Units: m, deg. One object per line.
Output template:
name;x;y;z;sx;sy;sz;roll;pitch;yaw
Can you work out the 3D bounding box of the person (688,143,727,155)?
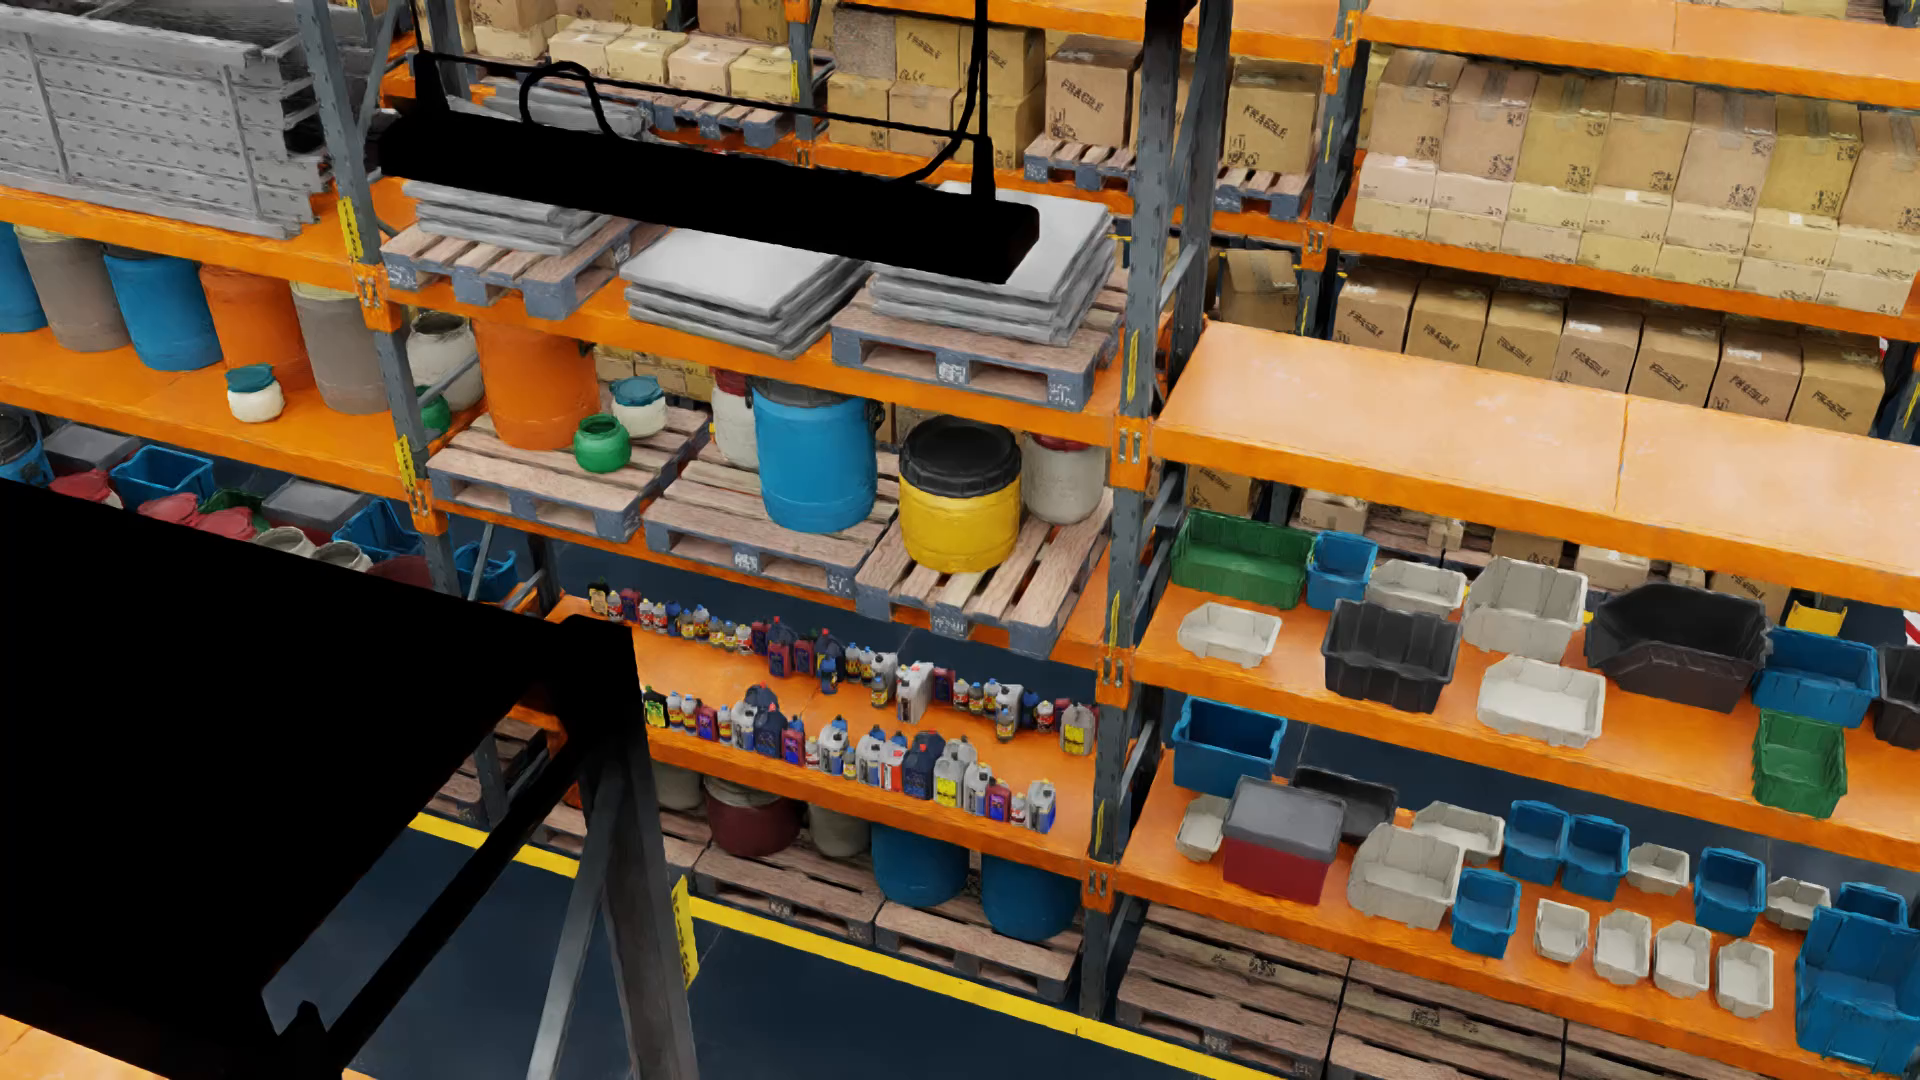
person;-2.635;-3.865;17.147;1.031;1.728;0.526;7;37;10
